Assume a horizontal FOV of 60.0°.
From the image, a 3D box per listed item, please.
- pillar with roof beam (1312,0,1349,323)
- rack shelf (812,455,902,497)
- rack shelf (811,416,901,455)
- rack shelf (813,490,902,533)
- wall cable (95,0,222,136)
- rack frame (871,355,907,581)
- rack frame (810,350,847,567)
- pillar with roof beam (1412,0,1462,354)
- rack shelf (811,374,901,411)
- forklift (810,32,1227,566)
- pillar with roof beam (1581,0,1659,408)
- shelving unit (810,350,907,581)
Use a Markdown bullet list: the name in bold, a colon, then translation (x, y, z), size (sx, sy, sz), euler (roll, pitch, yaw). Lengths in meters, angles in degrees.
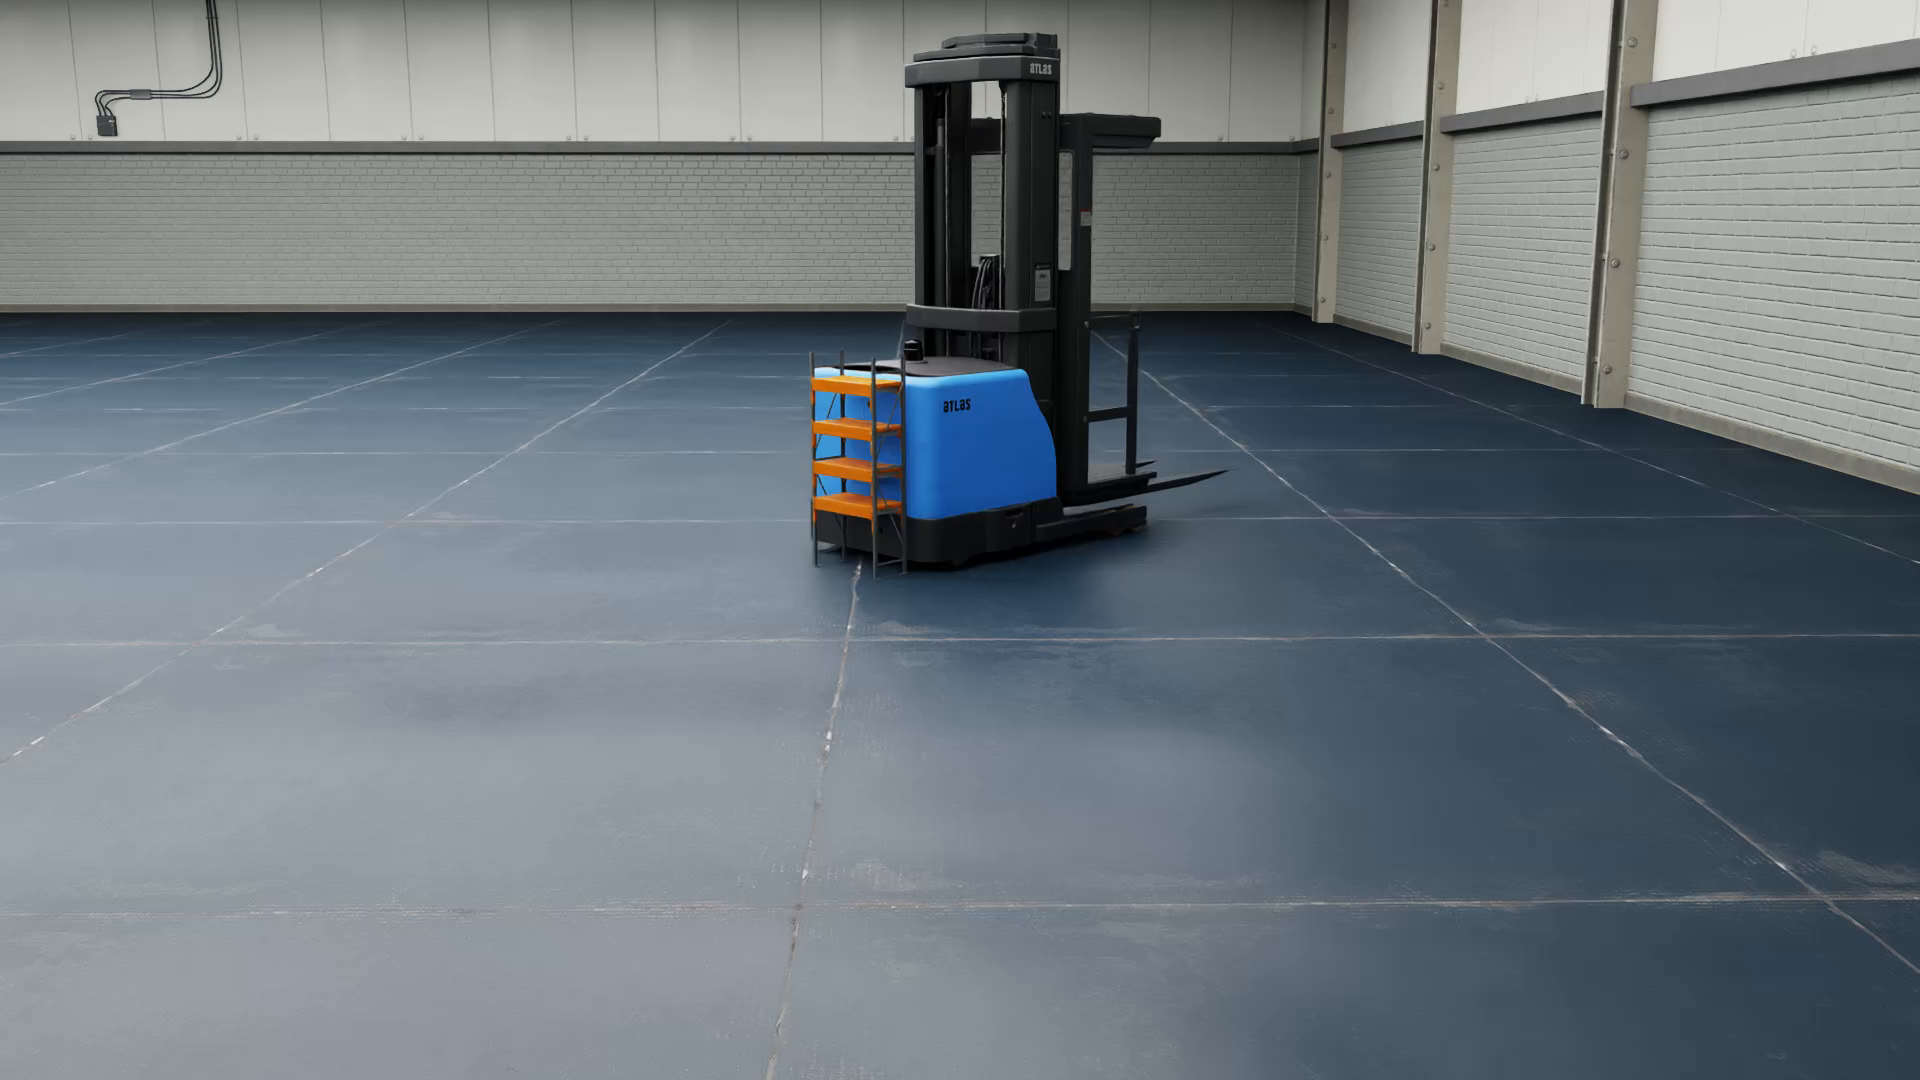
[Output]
- **pillar with roof beam**: translation (1.917, -8.128, 27.491), size (9.100, 9.000, 0.400), euler (0, 11, -1)
- **rack shelf**: translation (-0.557, -0.353, 9.122), size (0.480, 0.148, 0.258), euler (11, 16, 43)
- **rack shelf**: translation (-0.557, -0.573, 9.078), size (0.480, 0.148, 0.258), euler (11, 16, 43)
- **rack shelf**: translation (-0.557, -0.159, 9.162), size (0.480, 0.148, 0.258), euler (11, 16, 43)
- **wall cable**: translation (-14.519, -10.310, 29.692), size (2.305, 6.003, 0.169), euler (0, 11, -1)
- **rack frame**: translation (-0.380, -0.386, 8.943), size (0.015, 1.200, 0.240), euler (11, 16, 43)
- **rack frame**: translation (-0.733, -0.453, 9.274), size (0.015, 1.200, 0.240), euler (11, 16, 43)
- **pillar with roof beam**: translation (2.041, -6.935, 21.612), size (9.100, 9.000, 0.400), euler (0, 11, -1)
- **rack shelf**: translation (-0.557, -0.805, 9.031), size (0.480, 0.148, 0.258), euler (11, 16, 43)
- **forklift**: translation (0.515, -1.521, 10.183), size (1.130, 2.935, 3.031), euler (11, 16, 43)
- **pillar with roof beam**: translation (2.165, -5.743, 15.733), size (9.100, 9.000, 0.400), euler (0, 11, -1)
- **shelving unit**: translation (-0.557, -0.419, 9.109), size (0.503, 1.200, 0.258), euler (11, 16, 43)
